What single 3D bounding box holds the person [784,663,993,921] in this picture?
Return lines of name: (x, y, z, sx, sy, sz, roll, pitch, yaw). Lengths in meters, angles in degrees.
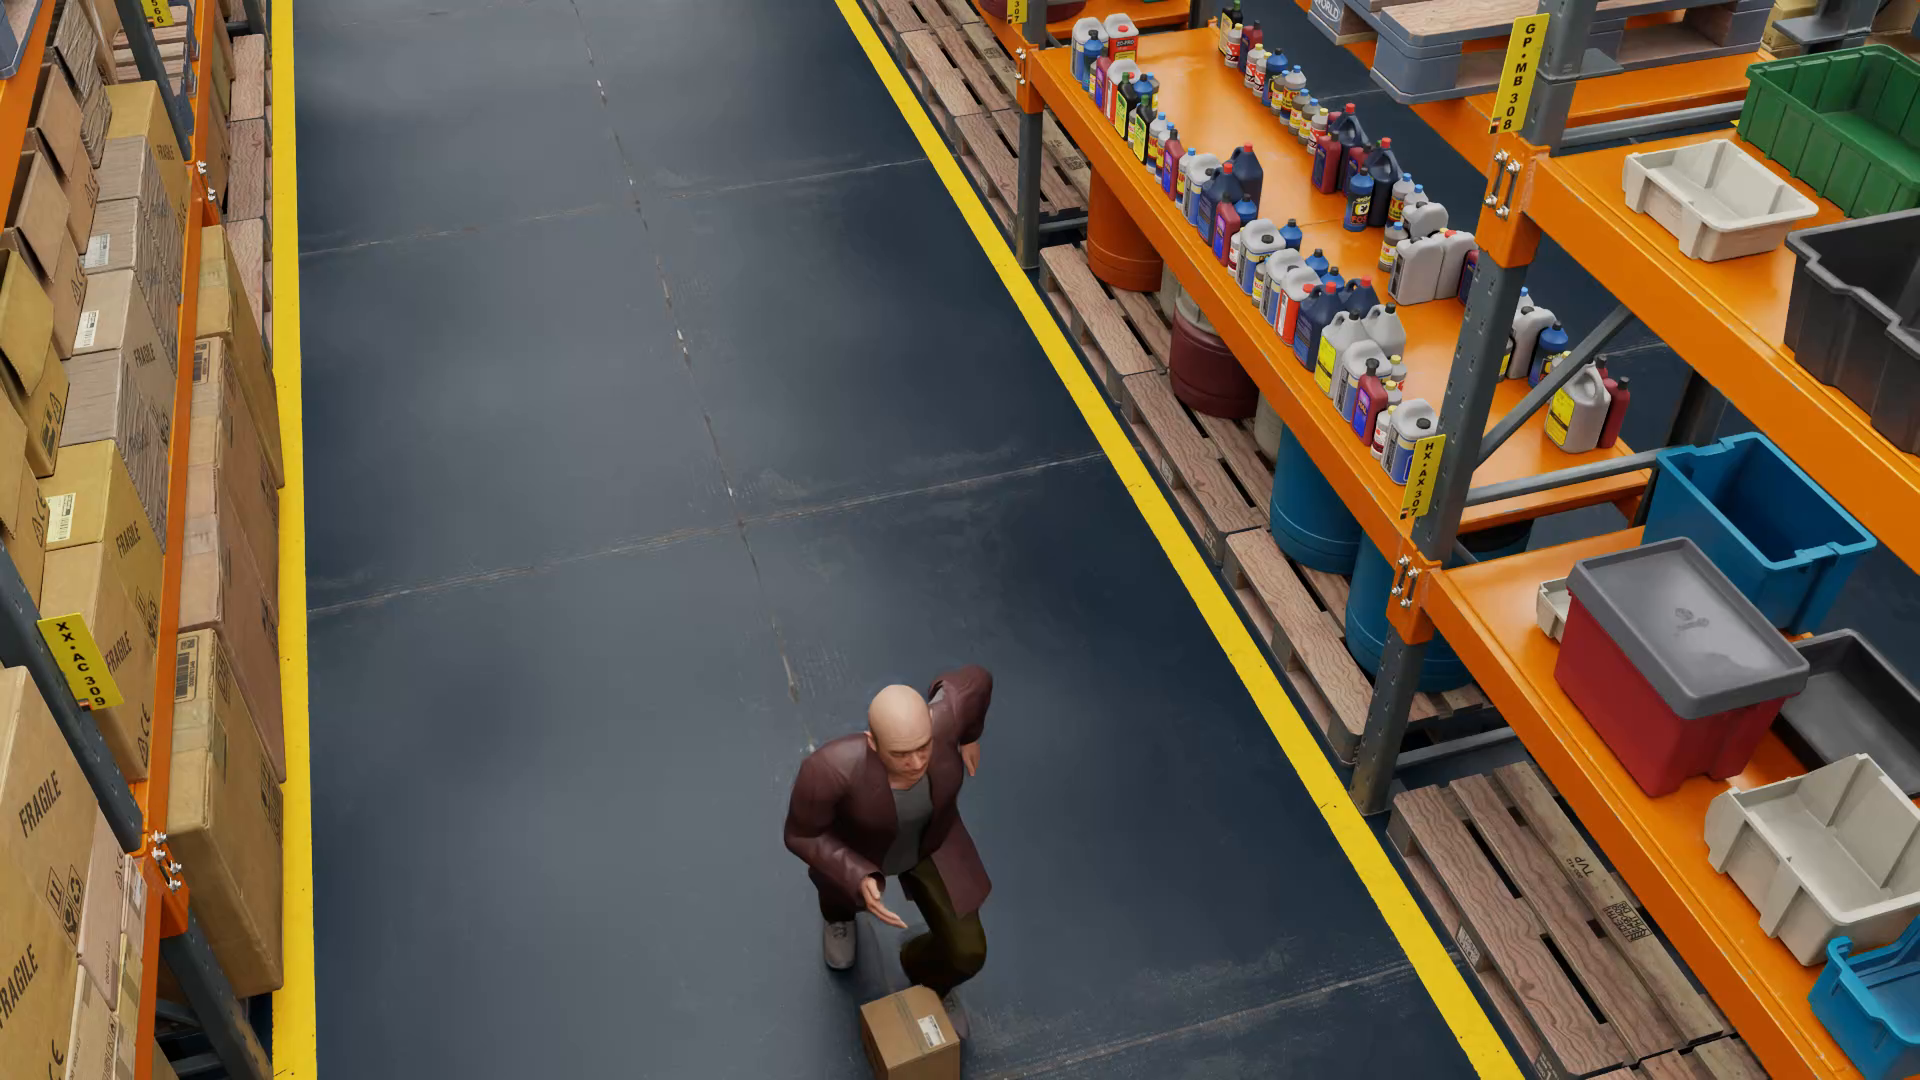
person: (-0.190, 0.821, 4.994, 0.700, 0.938, 0.650, -9, 42, -10)
